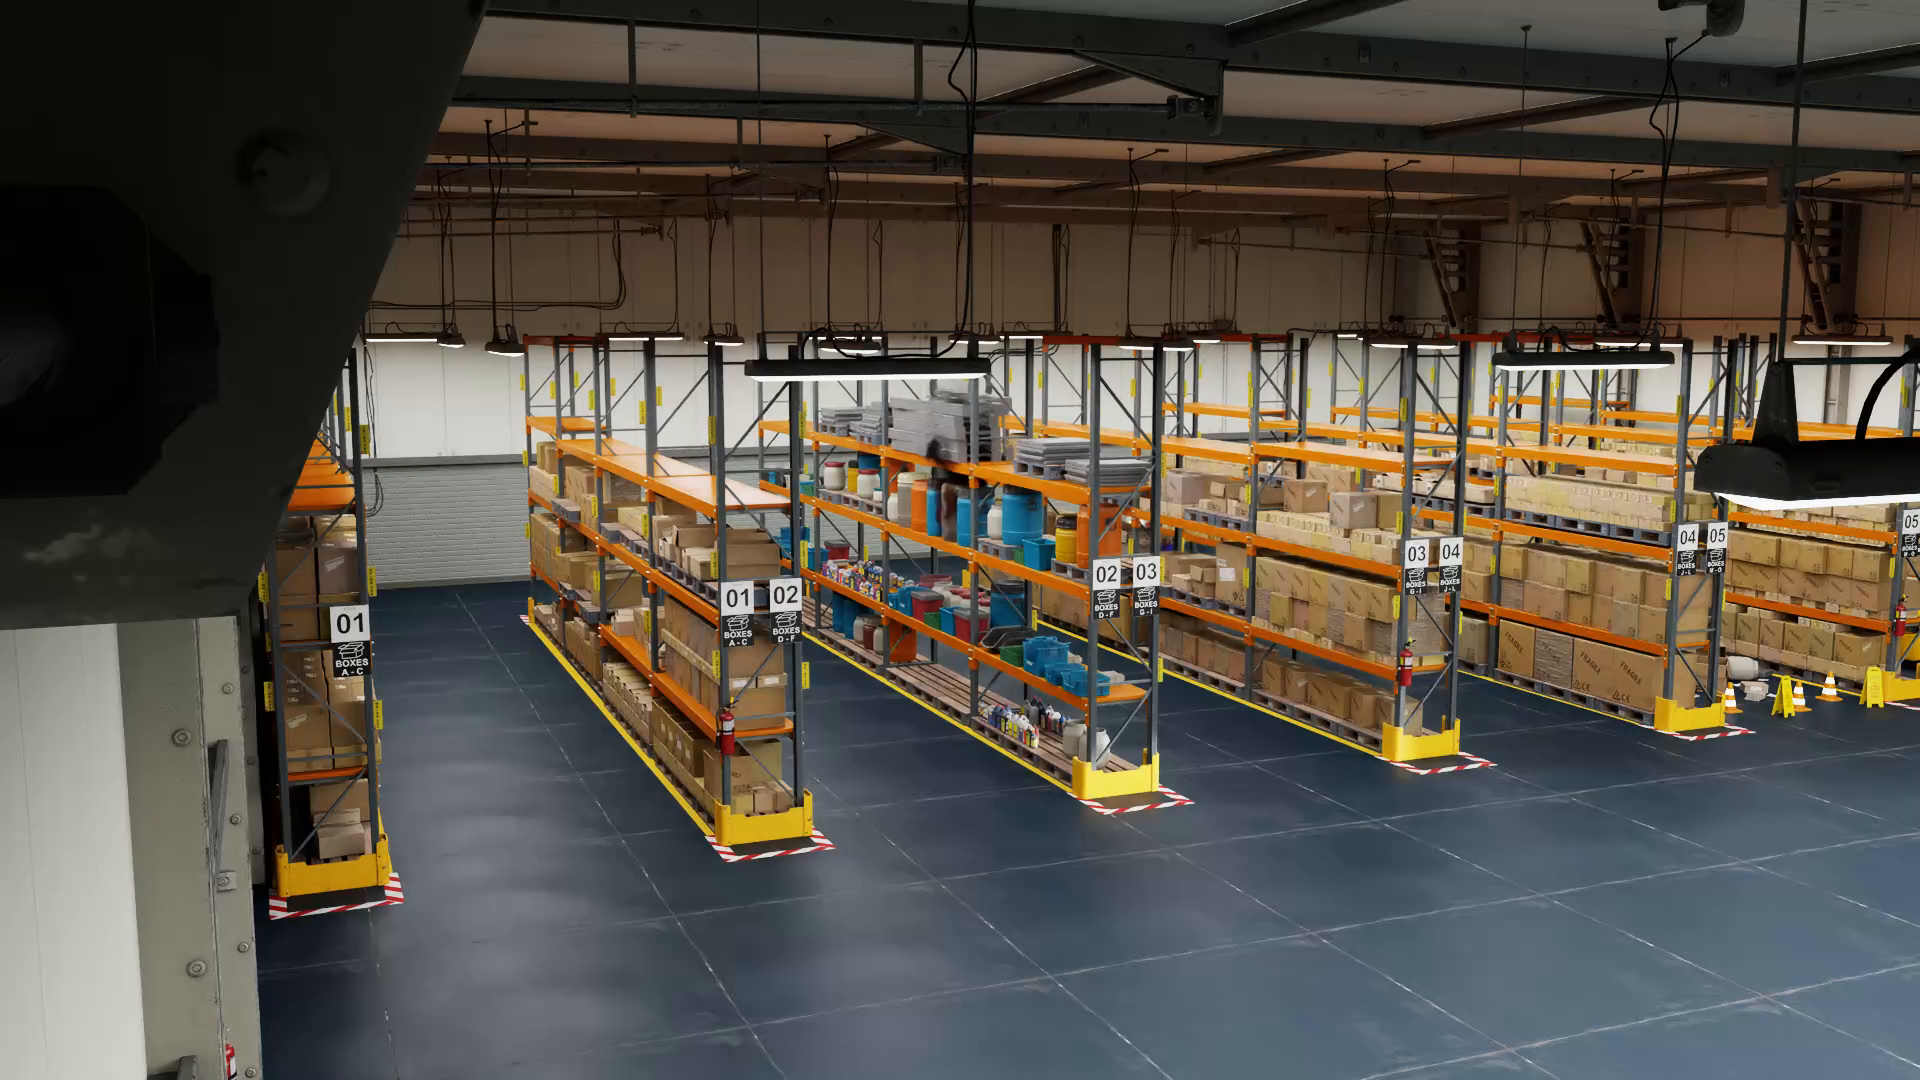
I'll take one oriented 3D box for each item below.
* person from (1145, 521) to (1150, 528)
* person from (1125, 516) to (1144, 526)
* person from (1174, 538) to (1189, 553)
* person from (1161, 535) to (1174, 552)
[{"bbox_3d":[4.822,-0.031,41.778,0.579,1.630,0.767,-2,8,-16],"label":"person"},{"bbox_3d":[4.219,0.050,41.078,0.732,1.780,0.792,-7,11,-44],"label":"person"},{"bbox_3d":[5.603,-0.041,41.895,0.745,1.695,0.625,-3,8,-24],"label":"person"},{"bbox_3d":[4.590,0.589,37.767,0.535,1.505,0.826,-2,8,-14],"label":"person"}]
